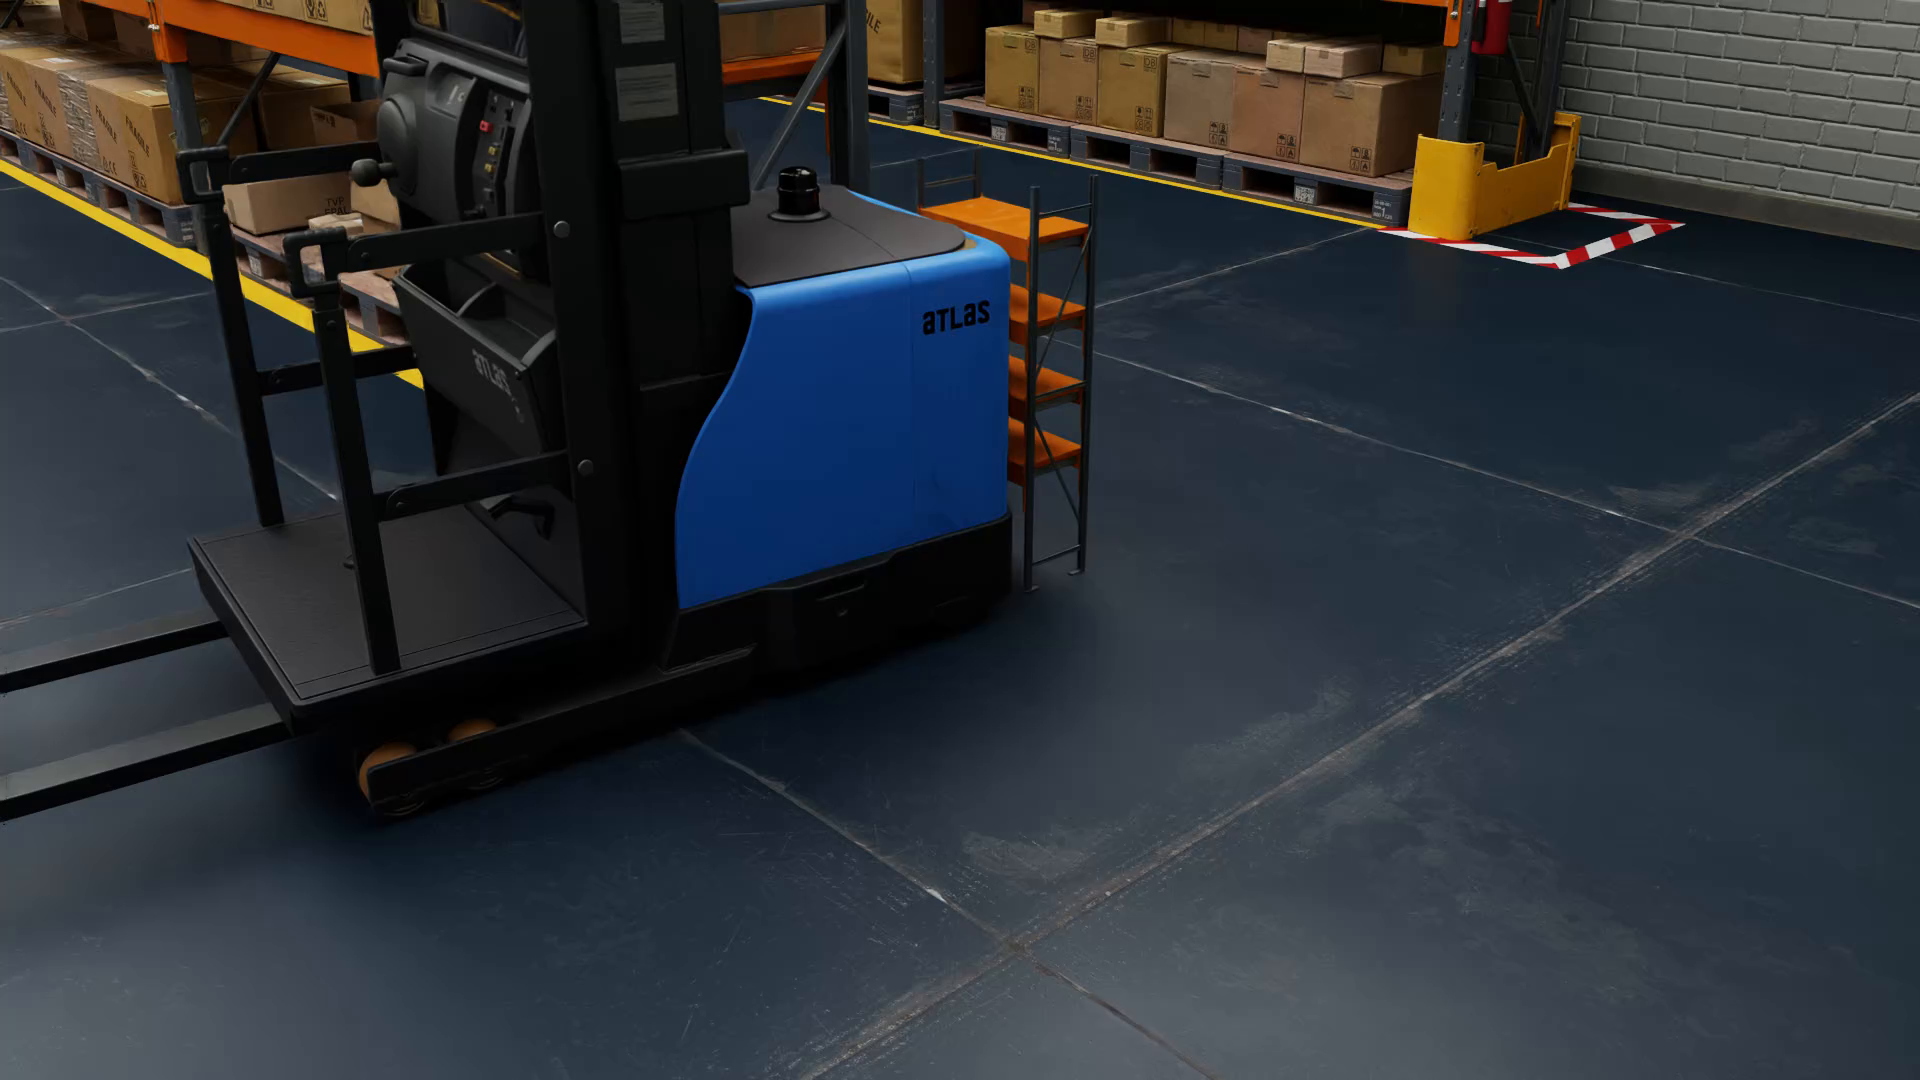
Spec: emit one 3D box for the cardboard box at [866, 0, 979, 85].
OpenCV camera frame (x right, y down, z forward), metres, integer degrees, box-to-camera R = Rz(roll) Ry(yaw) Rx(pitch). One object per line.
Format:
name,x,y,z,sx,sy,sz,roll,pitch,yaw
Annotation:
cardboard box,-0.385,-3.722,11.878,0.750,0.750,0.750,-21,32,-38

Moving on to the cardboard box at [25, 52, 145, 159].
cardboard box,-5.029,-2.531,9.665,0.500,0.500,0.500,22,33,40

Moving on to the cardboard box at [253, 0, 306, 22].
cardboard box,-2.617,-2.450,6.885,0.500,0.500,0.500,-21,32,-39

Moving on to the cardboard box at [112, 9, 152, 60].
cardboard box,-4.639,-3.017,9.827,0.500,0.250,0.500,-22,32,-39

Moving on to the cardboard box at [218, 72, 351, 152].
cardboard box,-3.612,-2.221,8.986,0.500,0.500,0.500,22,33,39

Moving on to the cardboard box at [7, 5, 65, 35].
cardboard box,-6.337,-3.591,11.639,0.500,0.311,0.500,-20,31,-37

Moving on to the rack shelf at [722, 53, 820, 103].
rack shelf,-2.092,-2.098,6.866,0.919,0.124,3.809,-21,32,-38

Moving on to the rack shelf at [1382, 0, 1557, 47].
rack shelf,1.521,-3.415,9.989,1.077,0.370,4.000,-21,32,-38

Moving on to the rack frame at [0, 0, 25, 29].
rack frame,-6.193,-4.154,10.742,1.000,3.000,0.127,-21,32,-38

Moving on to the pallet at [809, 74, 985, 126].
pallet,-0.428,-3.292,12.212,1.003,0.211,1.213,-21,32,-38

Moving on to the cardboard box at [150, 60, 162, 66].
cardboard box,-4.321,-2.533,9.669,0.500,0.500,0.500,-21,32,-38

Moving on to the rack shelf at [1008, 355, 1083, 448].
rack shelf,0.126,-0.437,4.925,0.258,0.148,0.480,-19,31,-36

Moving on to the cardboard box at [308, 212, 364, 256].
cardboard box,-2.732,-1.406,7.600,0.380,0.166,0.250,-21,32,-38

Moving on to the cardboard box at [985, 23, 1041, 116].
cardboard box,0.591,-3.147,11.039,0.700,0.500,0.500,-21,32,-38

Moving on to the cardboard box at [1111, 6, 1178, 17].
cardboard box,1.179,-3.303,10.601,0.380,0.149,0.250,-23,33,-40

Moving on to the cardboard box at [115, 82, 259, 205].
cardboard box,-4.006,-2.073,8.662,0.500,0.500,0.500,-21,32,-39

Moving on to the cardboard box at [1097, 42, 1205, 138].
cardboard box,1.281,-2.837,10.361,0.700,0.500,0.500,-20,31,-37

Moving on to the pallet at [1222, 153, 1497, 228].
pallet,2.285,-2.088,9.573,1.003,0.211,1.213,-21,32,-38

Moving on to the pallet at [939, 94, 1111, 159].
pallet,0.617,-2.827,11.193,1.003,0.211,1.213,-21,32,-38

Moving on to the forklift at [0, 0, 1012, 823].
forklift,-1.354,-0.944,3.789,3.031,2.935,1.130,-16,29,-31

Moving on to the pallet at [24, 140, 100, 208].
pallet,-4.881,-2.279,9.991,1.003,0.211,1.213,-21,32,-38

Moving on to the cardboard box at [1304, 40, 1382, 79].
cardboard box,2.116,-2.657,9.183,0.380,0.149,0.250,-22,32,-39

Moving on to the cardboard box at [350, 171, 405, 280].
cardboard box,-2.171,-1.439,7.268,0.797,0.503,0.637,-21,32,-38

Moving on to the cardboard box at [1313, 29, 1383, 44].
cardboard box,2.221,-2.841,9.589,0.380,0.149,0.250,-21,32,-38

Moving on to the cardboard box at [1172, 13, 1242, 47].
cardboard box,1.528,-3.149,10.262,0.380,0.149,0.250,-22,32,-39

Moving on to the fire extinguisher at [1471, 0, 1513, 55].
fire extinguisher,2.654,-2.755,8.218,0.296,0.674,0.183,-21,32,-38

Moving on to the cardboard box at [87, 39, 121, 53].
cardboard box,-5.029,-2.843,10.350,0.500,0.500,0.500,22,33,40

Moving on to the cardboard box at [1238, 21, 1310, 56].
cardboard box,1.876,-2.994,9.924,0.380,0.149,0.250,-21,32,-38

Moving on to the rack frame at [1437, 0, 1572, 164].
rack frame,2.888,-3.137,8.512,1.000,3.000,0.127,-21,32,-38

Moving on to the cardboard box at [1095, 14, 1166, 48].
cardboard box,1.048,-3.128,10.217,0.380,0.149,0.250,-22,33,-40

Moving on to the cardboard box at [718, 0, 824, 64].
cardboard box,-0.836,-1.985,5.867,0.500,0.500,0.500,-20,32,-37

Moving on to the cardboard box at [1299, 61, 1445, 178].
cardboard box,2.337,-2.374,9.346,0.700,0.500,0.500,-21,32,-38

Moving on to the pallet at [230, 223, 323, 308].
pallet,-2.990,-1.465,8.207,1.003,0.211,1.213,-21,32,-38

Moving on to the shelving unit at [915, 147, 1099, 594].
shelving unit,0.126,-0.499,4.897,0.258,1.200,0.503,-19,31,-36

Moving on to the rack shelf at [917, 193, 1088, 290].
rack shelf,0.126,-0.856,4.734,0.258,0.148,0.480,-19,31,-36

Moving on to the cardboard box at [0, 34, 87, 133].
cardboard box,-5.729,-2.841,10.345,0.500,0.500,0.500,22,33,40

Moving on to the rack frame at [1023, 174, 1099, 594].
rack frame,0.283,-0.421,4.728,0.240,1.200,0.015,-19,31,-36
